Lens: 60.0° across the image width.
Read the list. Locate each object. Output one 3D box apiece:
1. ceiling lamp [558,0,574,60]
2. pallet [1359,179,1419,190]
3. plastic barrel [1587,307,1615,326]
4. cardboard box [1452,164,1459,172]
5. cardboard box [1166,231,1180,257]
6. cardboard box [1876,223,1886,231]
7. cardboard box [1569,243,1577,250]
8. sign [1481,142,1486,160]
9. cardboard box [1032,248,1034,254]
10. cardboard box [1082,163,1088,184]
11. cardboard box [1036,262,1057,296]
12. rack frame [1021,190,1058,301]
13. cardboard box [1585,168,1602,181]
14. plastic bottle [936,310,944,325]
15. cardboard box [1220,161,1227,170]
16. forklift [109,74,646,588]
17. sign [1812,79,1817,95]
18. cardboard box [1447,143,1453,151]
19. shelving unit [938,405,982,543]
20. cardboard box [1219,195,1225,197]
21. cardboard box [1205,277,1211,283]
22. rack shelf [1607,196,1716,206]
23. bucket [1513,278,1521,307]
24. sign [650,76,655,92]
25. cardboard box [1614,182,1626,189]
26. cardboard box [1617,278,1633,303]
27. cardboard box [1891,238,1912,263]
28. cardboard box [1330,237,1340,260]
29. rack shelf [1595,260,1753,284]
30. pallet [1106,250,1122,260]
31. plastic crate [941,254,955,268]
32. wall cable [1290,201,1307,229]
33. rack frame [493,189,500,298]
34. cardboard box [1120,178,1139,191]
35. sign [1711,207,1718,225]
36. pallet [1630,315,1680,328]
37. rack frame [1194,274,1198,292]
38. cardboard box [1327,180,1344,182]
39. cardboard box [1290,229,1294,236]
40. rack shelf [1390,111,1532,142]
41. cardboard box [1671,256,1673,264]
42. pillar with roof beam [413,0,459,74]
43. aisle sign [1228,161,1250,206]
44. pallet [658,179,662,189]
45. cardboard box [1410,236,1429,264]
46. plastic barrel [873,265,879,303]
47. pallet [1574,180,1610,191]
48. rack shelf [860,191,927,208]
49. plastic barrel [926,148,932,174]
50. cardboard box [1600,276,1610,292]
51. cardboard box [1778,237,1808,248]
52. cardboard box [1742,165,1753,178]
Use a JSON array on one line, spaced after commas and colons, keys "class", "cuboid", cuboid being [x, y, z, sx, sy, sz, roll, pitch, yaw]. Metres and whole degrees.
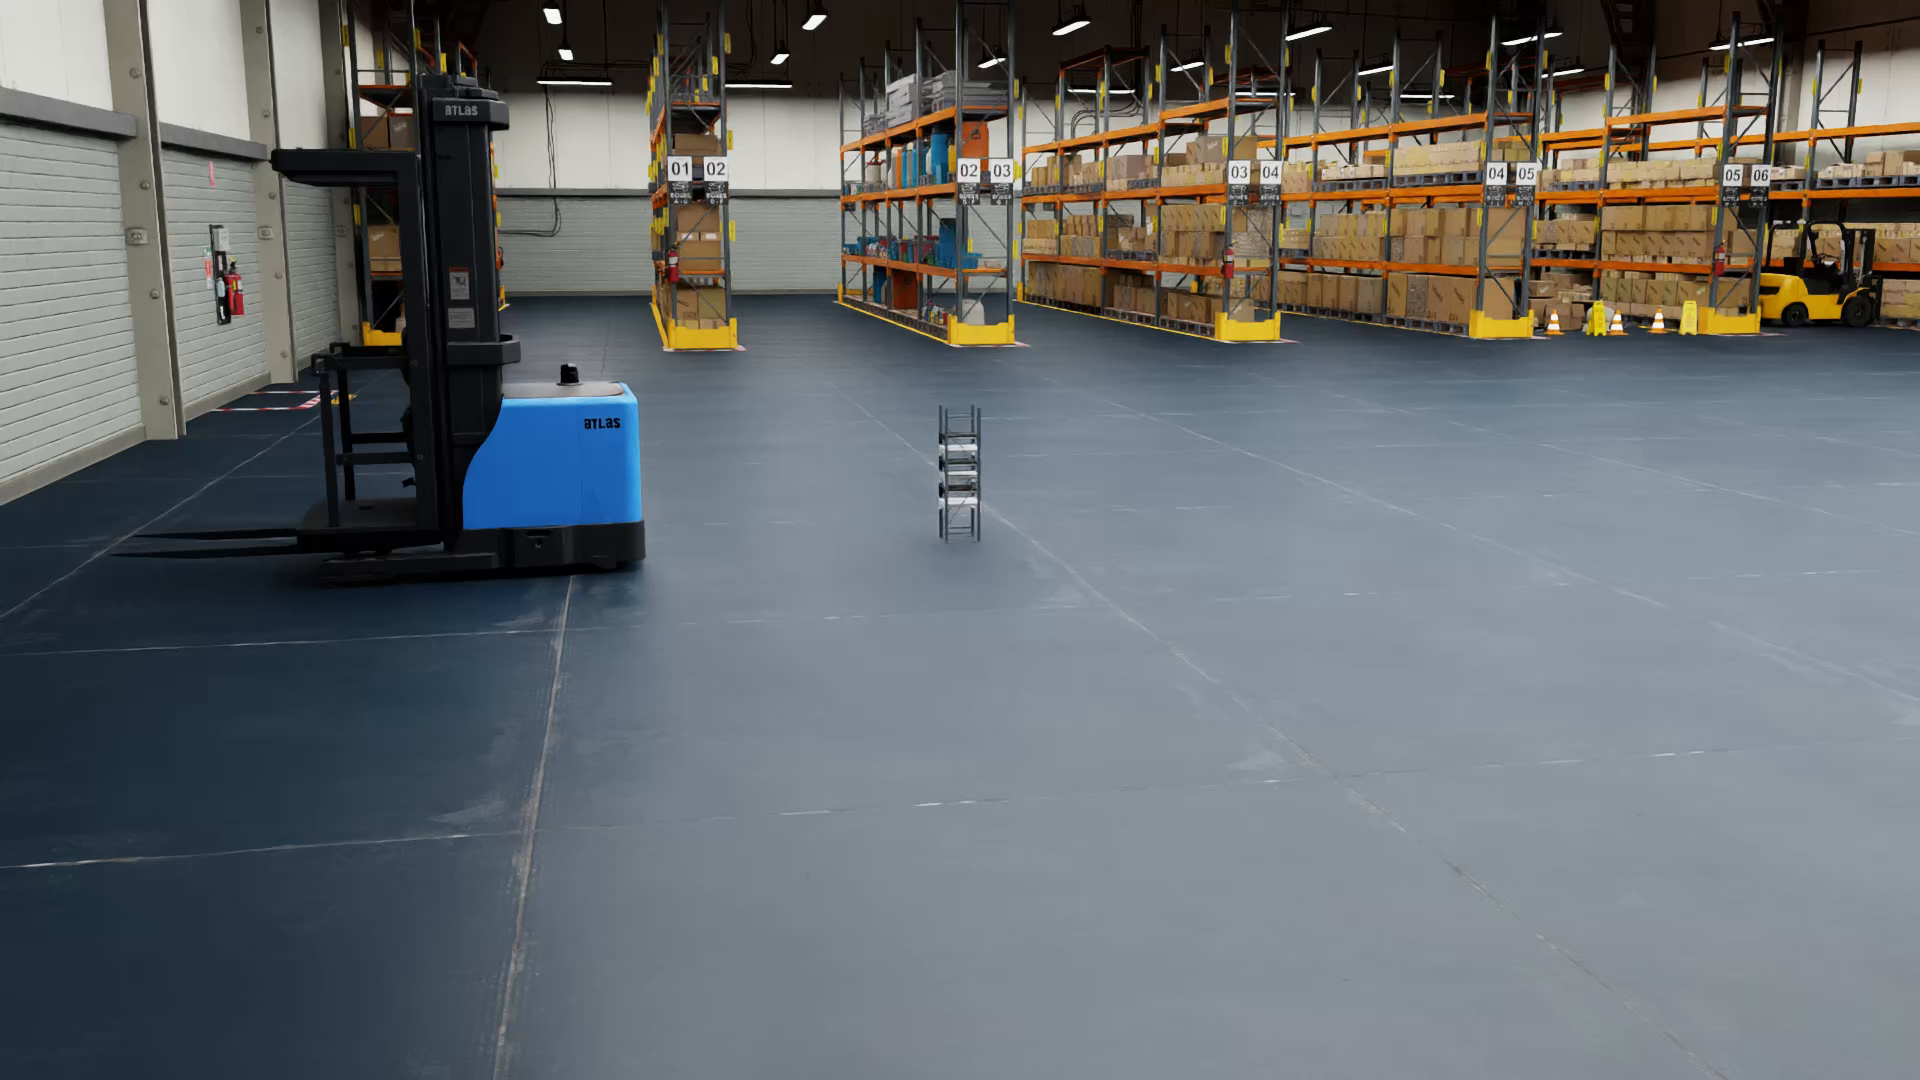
[{"class": "ceiling lamp", "cuboid": [-8.705, -12.570, 37.558, 0.800, 3.185, 2.000, -2, 11, -11]}, {"class": "pallet", "cuboid": [9.171, -7.587, 35.524, 0.805, 0.209, 1.217, -3, 11, -13]}, {"class": "plastic barrel", "cuboid": [13.124, -4.564, 34.044, 0.512, 0.421, 0.421, 6, 12, 28]}, {"class": "cardboard box", "cuboid": [9.631, -7.101, 31.743, 0.380, 0.149, 0.250, -2, 11, -10]}, {"class": "cardboard box", "cuboid": [4.602, -5.897, 33.091, 0.875, 0.500, 0.500, -2, 11, -11]}, {"class": "cardboard box", "cuboid": [19.256, -6.489, 34.471, 0.380, 0.149, 0.250, -2, 11, -10]}, {"class": "cardboard box", "cuboid": [13.743, -6.502, 36.882, 0.380, 0.149, 0.250, -2, 11, -12]}, {"class": "sign", "cuboid": [9.640, -7.160, 30.612, 0.100, 0.325, 0.005, -2, 11, -11]}, {"class": "cardboard box", "cuboid": [2.126, -7.691, 44.254, 0.380, 0.149, 0.250, -2, 11, -12]}, {"class": "cardboard box", "cuboid": [3.316, -8.717, 39.552, 0.797, 0.503, 0.637, -2, 11, -12]}, {"class": "cardboard box", "cuboid": [2.559, -6.961, 44.307, 0.875, 0.875, 0.875, -2, 11, -11]}, {"class": "rack frame", "cuboid": [2.179, -8.080, 45.626, 1.000, 3.000, 0.127, -2, 11, -11]}, {"class": "cardboard box", "cuboid": [13.978, -7.948, 36.185, 0.500, 0.250, 0.500, -2, 11, -12]}, {"class": "plastic bottle", "cuboid": [-0.377, -4.212, 31.409, 0.152, 0.276, 0.135, -2, 11, -11]}, {"class": "cardboard box", "cuboid": [4.930, -6.781, 30.112, 0.380, 0.149, 0.250, -2, 11, -11]}, {"class": "forklift", "cuboid": [-3.512, -1.268, 10.020, 3.031, 2.935, 1.130, -3, 11, -14]}, {"class": "sign", "cuboid": [18.572, -9.844, 36.137, 0.100, 0.325, 0.005, -2, 11, -11]}, {"class": "cardboard box", "cuboid": [9.581, -7.540, 31.916, 0.380, 0.149, 0.250, -2, 11, -11]}, {"class": "shelving unit", "cuboid": [-0.002, -0.444, 11.120, 0.258, 0.900, 0.210, -2, 11, -11]}, {"class": "cardboard box", "cuboid": [7.201, -9.264, 44.227, 0.500, 0.250, 0.500, -2, 11, -11]}, {"class": "cardboard box", "cuboid": [6.927, -7.134, 45.568, 0.380, 0.149, 0.250, -2, 11, -11]}, {"class": "rack shelf", "cuboid": [17.935, -8.641, 42.476, 1.077, 0.370, 4.000, -2, 11, -11]}, {"class": "bucket", "cuboid": [11.685, -5.238, 35.386, 0.726, 0.611, 0.620, 2, 1, 9]}, {"class": "sign", "cuboid": [-6.514, -9.677, 35.259, 0.100, 0.325, 0.005, -2, 11, -11]}, {"class": "cardboard box", "cuboid": [14.047, -7.473, 35.088, 0.380, 0.149, 0.250, -2, 11, -11]}, {"class": "cardboard box", "cuboid": [14.199, -5.248, 34.970, 0.500, 0.500, 0.500, -2, 11, -9]}, {"class": "cardboard box", "cuboid": [19.434, -5.912, 33.970, 0.500, 0.500, 0.500, -2, 11, -9]}, {"class": "cardboard box", "cuboid": [8.641, -6.546, 37.298, 0.500, 0.500, 0.500, -2, 11, -11]}, {"class": "rack shelf", "cuboid": [14.622, -5.519, 34.096, 1.077, 0.370, 4.000, -2, 11, -11]}, {"class": "pallet", "cuboid": [3.978, -6.392, 37.269, 1.213, 0.211, 1.003, -2, 11, -11]}, {"class": "plastic crate", "cuboid": [-0.079, -5.093, 30.328, 0.499, 0.251, 0.408, -2, 11, -11]}, {"class": "wall cable", "cuboid": [10.780, -9.988, 52.850, 0.585, 1.953, 0.123, -2, 11, -11]}, {"class": "rack frame", "cuboid": [-12.398, -7.540, 42.787, 1.000, 3.000, 0.127, -2, 11, -11]}, {"class": "cardboard box", "cuboid": [3.785, -7.729, 36.161, 0.500, 0.250, 0.500, -2, 11, -10]}, {"class": "sign", "cuboid": [14.463, -6.213, 31.877, 0.100, 0.325, 0.005, -2, 11, -11]}, {"class": "pallet", "cuboid": [14.639, -4.524, 34.398, 1.003, 0.211, 1.213, -2, 11, -11]}, {"class": "rack frame", "cuboid": [7.063, -8.242, 46.476, 1.000, 3.000, 0.127, -2, 11, -11]}, {"class": "cardboard box", "cuboid": [8.769, -8.412, 39.079, 0.500, 0.500, 0.500, -2, 11, -11]}, {"class": "cardboard box", "cuboid": [8.028, -7.269, 39.323, 0.380, 0.149, 0.250, -2, 11, -12]}, {"class": "rack shelf", "cuboid": [9.786, -8.071, 32.529, 1.077, 0.370, 4.000, -2, 11, -11]}, {"class": "cardboard box", "cuboid": [14.550, -5.632, 33.435, 0.380, 0.149, 0.250, -2, 11, -10]}, {"class": "pillar with roof beam", "cuboid": [-8.381, -10.007, 39.703, 9.100, 9.000, 0.548, -2, 11, -11]}, {"class": "aisle sign", "cuboid": [5.008, -6.400, 29.848, 0.394, 0.787, 0.004, -2, 11, -11]}, {"class": "pallet", "cuboid": [-5.764, -7.513, 35.128, 1.213, 0.211, 1.003, -2, 11, -8]}, {"class": "cardboard box", "cuboid": [9.600, -5.844, 33.477, 0.875, 0.550, 0.550, -2, 11, -11]}, {"class": "plastic barrel", "cuboid": [-1.813, -6.241, 40.455, 0.600, 0.901, 0.708, -2, 11, -11]}, {"class": "pallet", "cuboid": [14.218, -7.738, 36.308, 1.213, 0.211, 1.003, -2, 11, -11]}, {"class": "rack shelf", "cuboid": [-1.513, -7.920, 38.685, 1.077, 0.370, 4.000, -2, 11, -11]}, {"class": "plastic barrel", "cuboid": [-0.455, -7.348, 32.334, 0.421, 0.512, 0.421, 0, 11, 0]}, {"class": "cardboard box", "cuboid": [17.419, -6.769, 44.302, 0.500, 0.500, 0.500, -2, 11, -9]}, {"class": "cardboard box", "cuboid": [18.755, -6.673, 37.300, 0.500, 0.250, 0.500, -2, 11, -12]}, {"class": "cardboard box", "cuboid": [15.175, -7.154, 32.343, 0.500, 0.250, 0.500, -2, 11, -12]}]
